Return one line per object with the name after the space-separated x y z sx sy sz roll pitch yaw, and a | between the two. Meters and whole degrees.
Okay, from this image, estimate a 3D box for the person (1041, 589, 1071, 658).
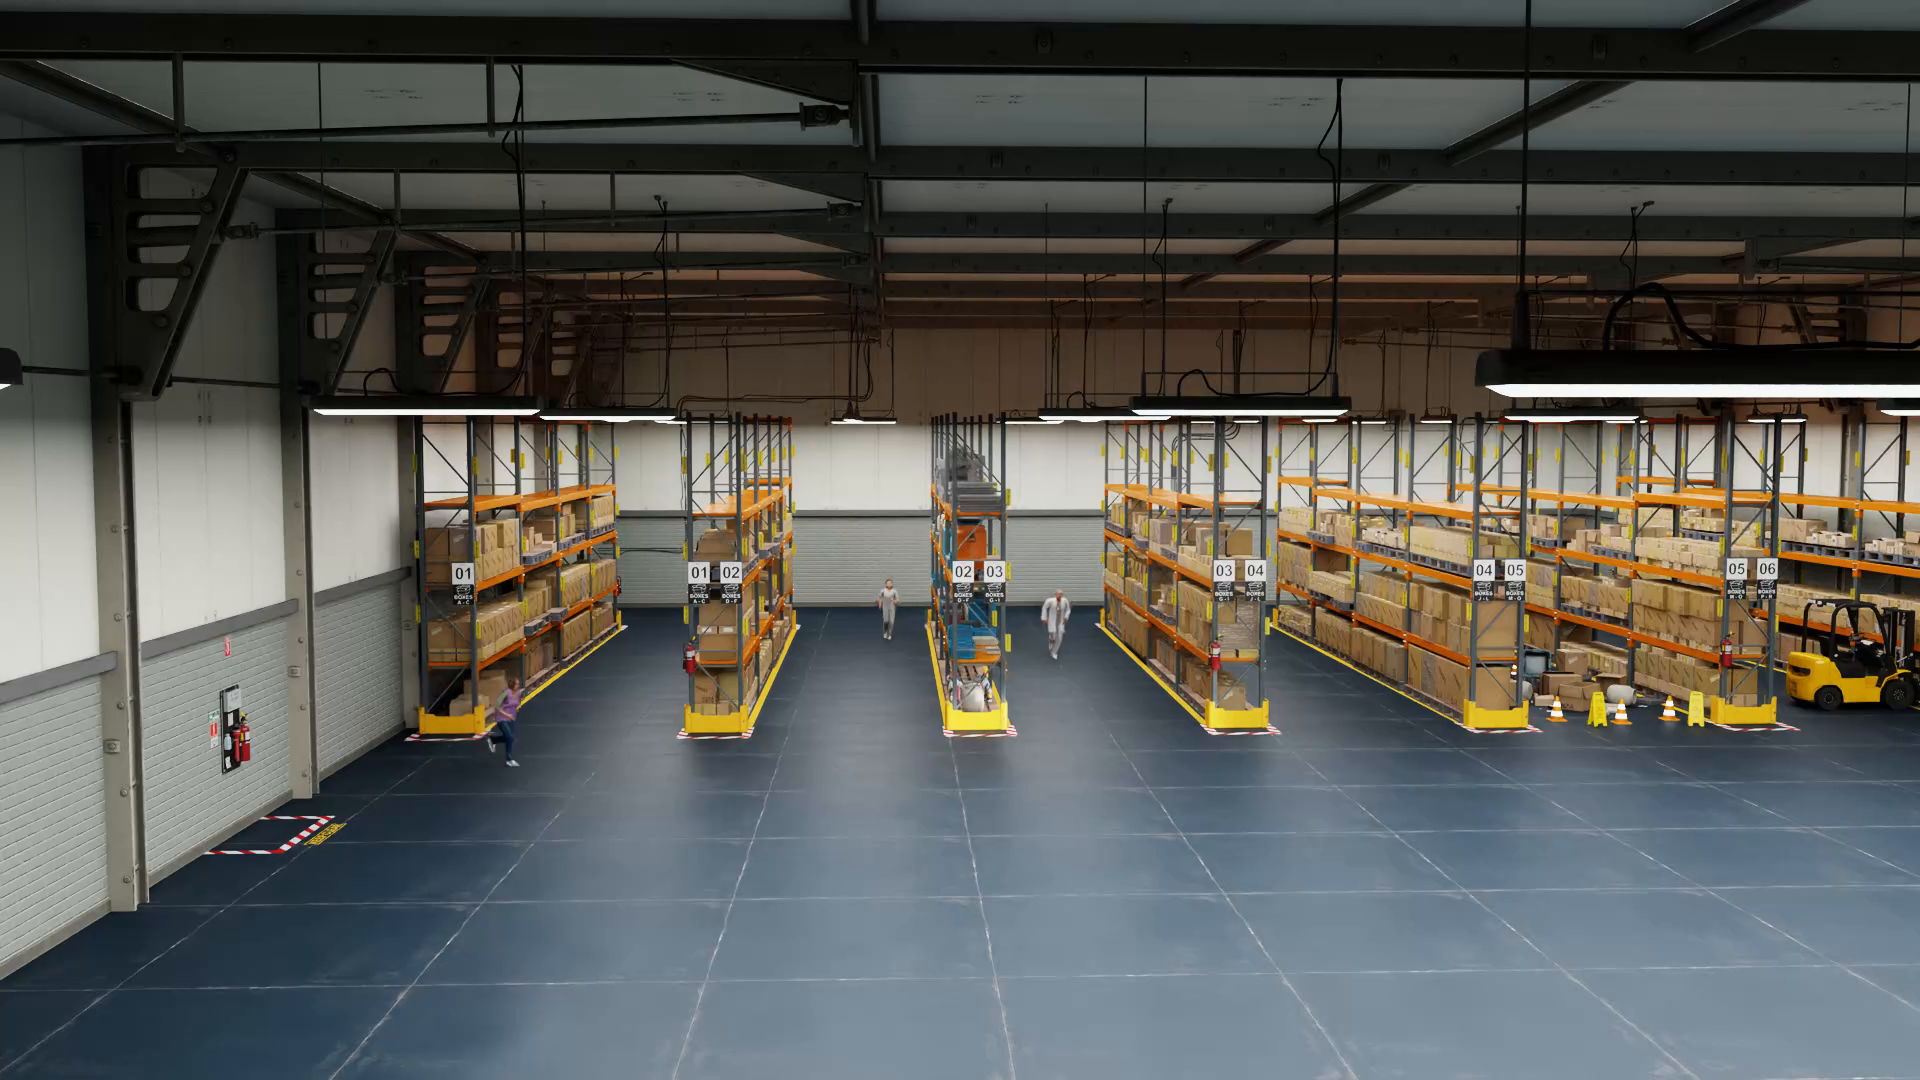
2.379 2.064 41.289 0.704 1.714 0.716 -1 4 -18 | person

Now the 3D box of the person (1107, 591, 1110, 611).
4.797 1.427 50.763 0.721 1.693 0.856 -1 4 -15 | person

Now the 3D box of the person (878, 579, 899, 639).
-1.909 1.862 44.476 0.552 1.629 0.619 0 4 -7 | person

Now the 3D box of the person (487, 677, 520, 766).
-7.726 3.071 28.122 0.755 1.534 0.534 3 5 33 | person
